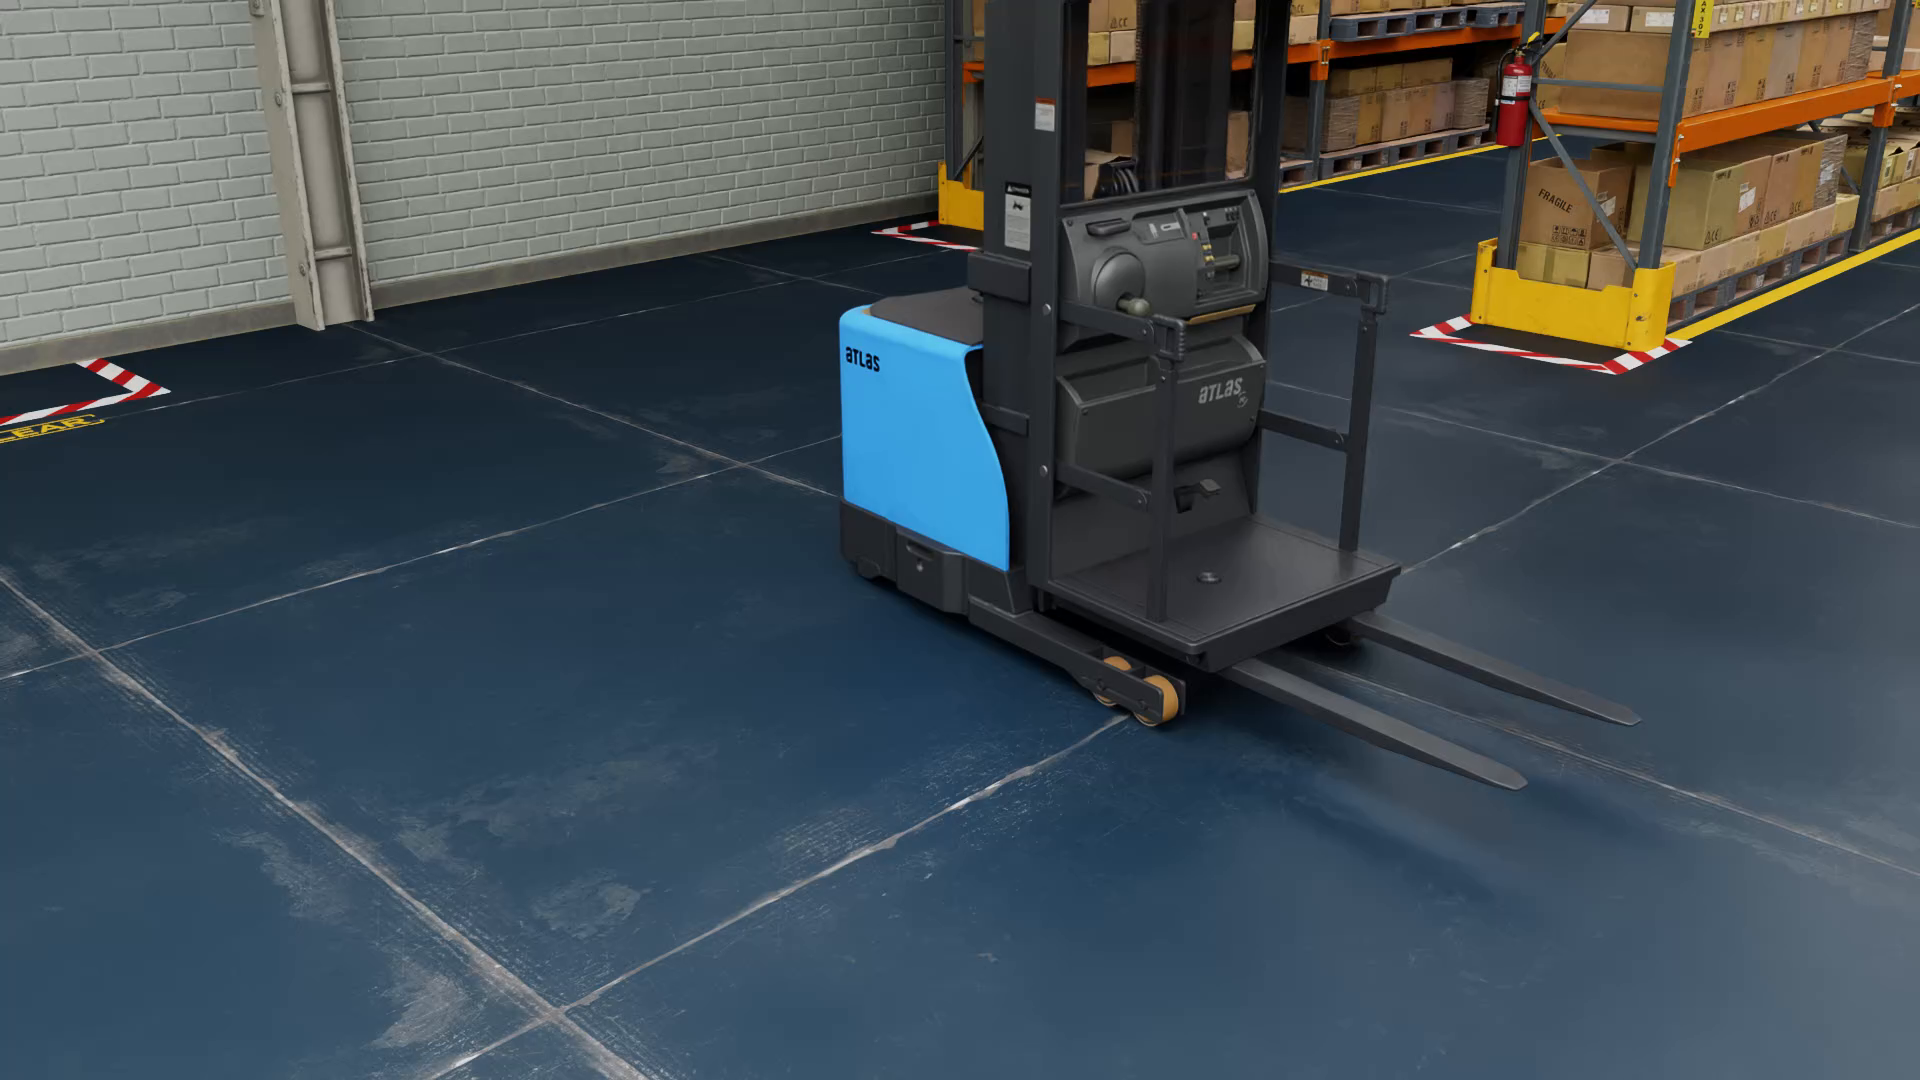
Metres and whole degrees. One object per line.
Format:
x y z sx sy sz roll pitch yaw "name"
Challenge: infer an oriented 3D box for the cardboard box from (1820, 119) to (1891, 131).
7.758 -3.490 14.440 0.500 0.311 0.500 19 28 40 "cardboard box"

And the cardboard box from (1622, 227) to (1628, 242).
4.332 -1.976 11.283 0.500 0.250 0.500 19 28 41 "cardboard box"

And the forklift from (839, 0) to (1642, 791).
0.845 -0.957 5.480 1.130 2.935 3.031 -17 27 -37 "forklift"

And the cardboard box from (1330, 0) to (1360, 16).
3.447 -5.362 16.091 0.700 0.500 0.500 19 28 41 "cardboard box"

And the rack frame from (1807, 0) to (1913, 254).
6.620 -3.749 12.647 1.000 3.000 0.127 19 28 41 "rack frame"

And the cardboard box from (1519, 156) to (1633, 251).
3.990 -2.195 10.808 0.500 0.500 0.500 19 28 41 "cardboard box"

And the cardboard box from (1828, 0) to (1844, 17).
5.872 -3.714 11.512 0.380 0.149 0.250 19 28 40 "cardboard box"

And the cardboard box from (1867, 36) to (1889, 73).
6.932 -3.816 13.031 0.500 0.250 0.500 -18 27 -39 "cardboard box"

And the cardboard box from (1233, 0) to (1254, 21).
2.257 -4.822 14.574 0.500 0.500 0.500 18 28 39 "cardboard box"

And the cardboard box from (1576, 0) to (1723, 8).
4.201 -3.503 10.060 0.700 0.500 0.500 19 28 41 "cardboard box"

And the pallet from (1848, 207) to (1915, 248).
7.106 -2.646 13.665 1.003 0.211 1.213 19 28 41 "pallet"

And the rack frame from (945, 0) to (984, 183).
0.277 -3.959 13.195 1.000 3.000 0.127 19 28 41 "rack frame"

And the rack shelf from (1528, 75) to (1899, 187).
5.225 -2.899 11.438 1.077 0.370 4.000 19 28 41 "rack shelf"

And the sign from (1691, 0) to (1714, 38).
4.223 -3.021 9.437 0.100 0.325 0.005 19 28 41 "sign"

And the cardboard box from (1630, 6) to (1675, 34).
4.257 -3.117 9.960 0.380 0.149 0.250 19 28 40 "cardboard box"

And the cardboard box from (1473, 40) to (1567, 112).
6.465 -5.365 19.262 0.750 0.750 0.750 19 28 40 "cardboard box"

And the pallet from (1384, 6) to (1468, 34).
4.507 -5.407 17.229 1.003 0.211 1.213 19 28 41 "pallet"

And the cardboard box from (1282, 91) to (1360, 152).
3.569 -4.220 16.743 0.500 0.500 0.700 -19 28 -40 "cardboard box"

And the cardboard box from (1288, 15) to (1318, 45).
2.955 -4.729 15.379 0.500 0.250 0.500 19 28 41 "cardboard box"

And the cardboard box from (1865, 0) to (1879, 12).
6.410 -3.912 12.027 0.380 0.149 0.250 19 28 40 "cardboard box"

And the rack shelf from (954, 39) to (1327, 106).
1.673 -4.138 14.662 1.077 0.370 4.000 19 28 41 "rack shelf"

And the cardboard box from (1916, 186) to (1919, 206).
7.796 -2.968 13.862 0.500 0.250 0.500 18 28 39 "cardboard box"

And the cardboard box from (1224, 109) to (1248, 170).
2.373 -3.749 15.519 0.500 0.500 0.500 17 27 37 "cardboard box"

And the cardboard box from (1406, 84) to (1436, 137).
4.624 -4.618 17.780 0.700 0.500 0.500 19 28 40 "cardboard box"

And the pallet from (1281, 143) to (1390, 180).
3.610 -3.887 16.892 1.003 0.211 1.213 19 28 41 "pallet"

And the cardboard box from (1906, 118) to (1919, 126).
8.509 -3.491 14.441 0.500 0.311 0.500 19 28 40 "cardboard box"

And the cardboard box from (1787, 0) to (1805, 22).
5.330 -3.512 10.987 0.380 0.149 0.250 20 28 41 "cardboard box"

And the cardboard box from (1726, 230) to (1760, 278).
5.058 -1.973 11.274 0.500 0.250 0.500 19 28 41 "cardboard box"

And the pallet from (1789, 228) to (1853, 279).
6.035 -2.253 12.643 1.003 0.211 1.213 19 28 41 "pallet"

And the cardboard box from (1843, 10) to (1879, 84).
6.315 -3.680 12.328 0.700 0.500 0.500 18 28 39 "cardboard box"

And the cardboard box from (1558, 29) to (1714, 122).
4.164 -2.884 10.258 0.700 0.500 0.500 19 28 41 "cardboard box"

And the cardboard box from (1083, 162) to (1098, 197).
0.825 -3.065 14.002 0.500 0.311 0.500 15 26 35 "cardboard box"

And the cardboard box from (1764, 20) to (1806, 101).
5.242 -3.283 11.295 0.500 0.500 0.700 -19 28 -40 "cardboard box"

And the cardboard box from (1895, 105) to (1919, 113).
8.834 -3.890 15.480 0.500 0.311 0.500 -19 28 -40 "cardboard box"

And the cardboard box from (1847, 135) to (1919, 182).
7.439 -3.094 13.410 0.500 0.311 0.500 19 28 40 "cardboard box"

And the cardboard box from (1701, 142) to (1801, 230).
5.411 -2.450 11.470 0.500 0.500 0.500 19 28 41 "cardboard box"

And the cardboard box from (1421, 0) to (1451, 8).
4.684 -5.819 17.280 0.700 0.500 0.500 19 28 41 "cardboard box"

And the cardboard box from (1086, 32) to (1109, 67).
0.845 -3.945 13.338 0.500 0.250 0.500 18 28 39 "cardboard box"

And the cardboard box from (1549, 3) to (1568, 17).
6.682 -6.044 18.941 0.250 0.149 0.380 -19 28 -40 "cardboard box"

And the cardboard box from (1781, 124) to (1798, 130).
6.072 -2.971 12.824 0.500 0.500 0.500 19 28 41 "cardboard box"

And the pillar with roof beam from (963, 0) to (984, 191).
3.230 -6.079 10.347 9.100 9.000 0.400 19 28 41 "pillar with roof beam"

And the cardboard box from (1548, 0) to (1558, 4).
6.381 -6.271 18.628 0.500 0.500 0.500 -19 28 -40 "cardboard box"

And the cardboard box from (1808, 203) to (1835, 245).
6.097 -2.361 12.284 0.500 0.250 0.500 19 28 41 "cardboard box"

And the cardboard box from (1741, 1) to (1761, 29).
4.792 -3.314 10.471 0.380 0.149 0.250 19 28 40 "cardboard box"

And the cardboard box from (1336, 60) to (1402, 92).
4.234 -4.818 17.255 0.500 0.250 0.500 18 28 39 "cardboard box"

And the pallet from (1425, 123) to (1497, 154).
5.312 -4.514 18.524 1.003 0.211 1.213 19 28 41 "pallet"
